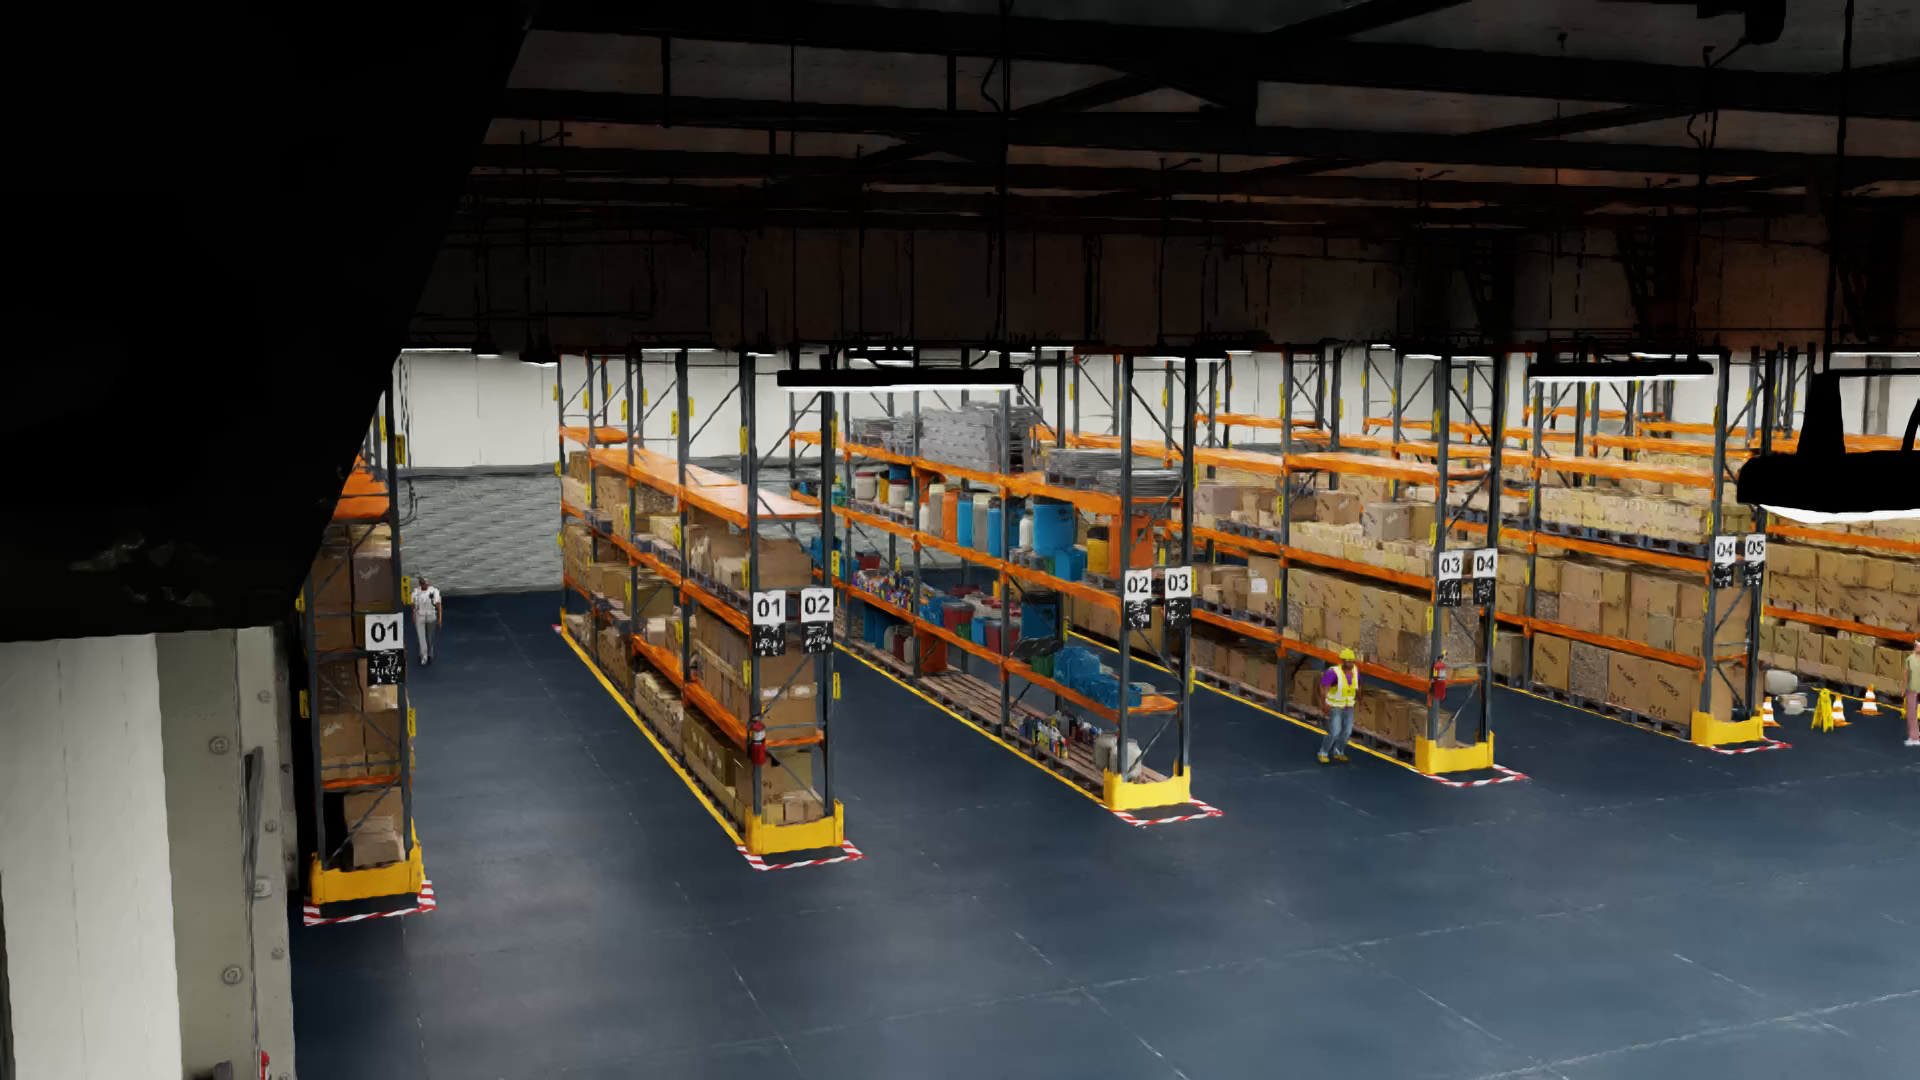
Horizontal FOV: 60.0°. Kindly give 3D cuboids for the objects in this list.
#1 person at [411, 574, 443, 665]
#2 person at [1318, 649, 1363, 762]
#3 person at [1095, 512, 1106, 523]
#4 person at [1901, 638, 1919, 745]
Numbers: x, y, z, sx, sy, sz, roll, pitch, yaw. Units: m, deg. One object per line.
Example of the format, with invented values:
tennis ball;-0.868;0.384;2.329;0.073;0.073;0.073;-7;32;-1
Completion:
person;-10.117;1.473;31.572;0.554;1.709;1.040;-3;8;-22
person;5.558;2.415;24.268;0.719;1.714;0.578;-3;8;-22
person;3.576;0.034;43.333;0.580;1.618;0.507;-3;8;-22
person;14.694;2.297;25.396;0.562;1.662;0.535;6;10;41
